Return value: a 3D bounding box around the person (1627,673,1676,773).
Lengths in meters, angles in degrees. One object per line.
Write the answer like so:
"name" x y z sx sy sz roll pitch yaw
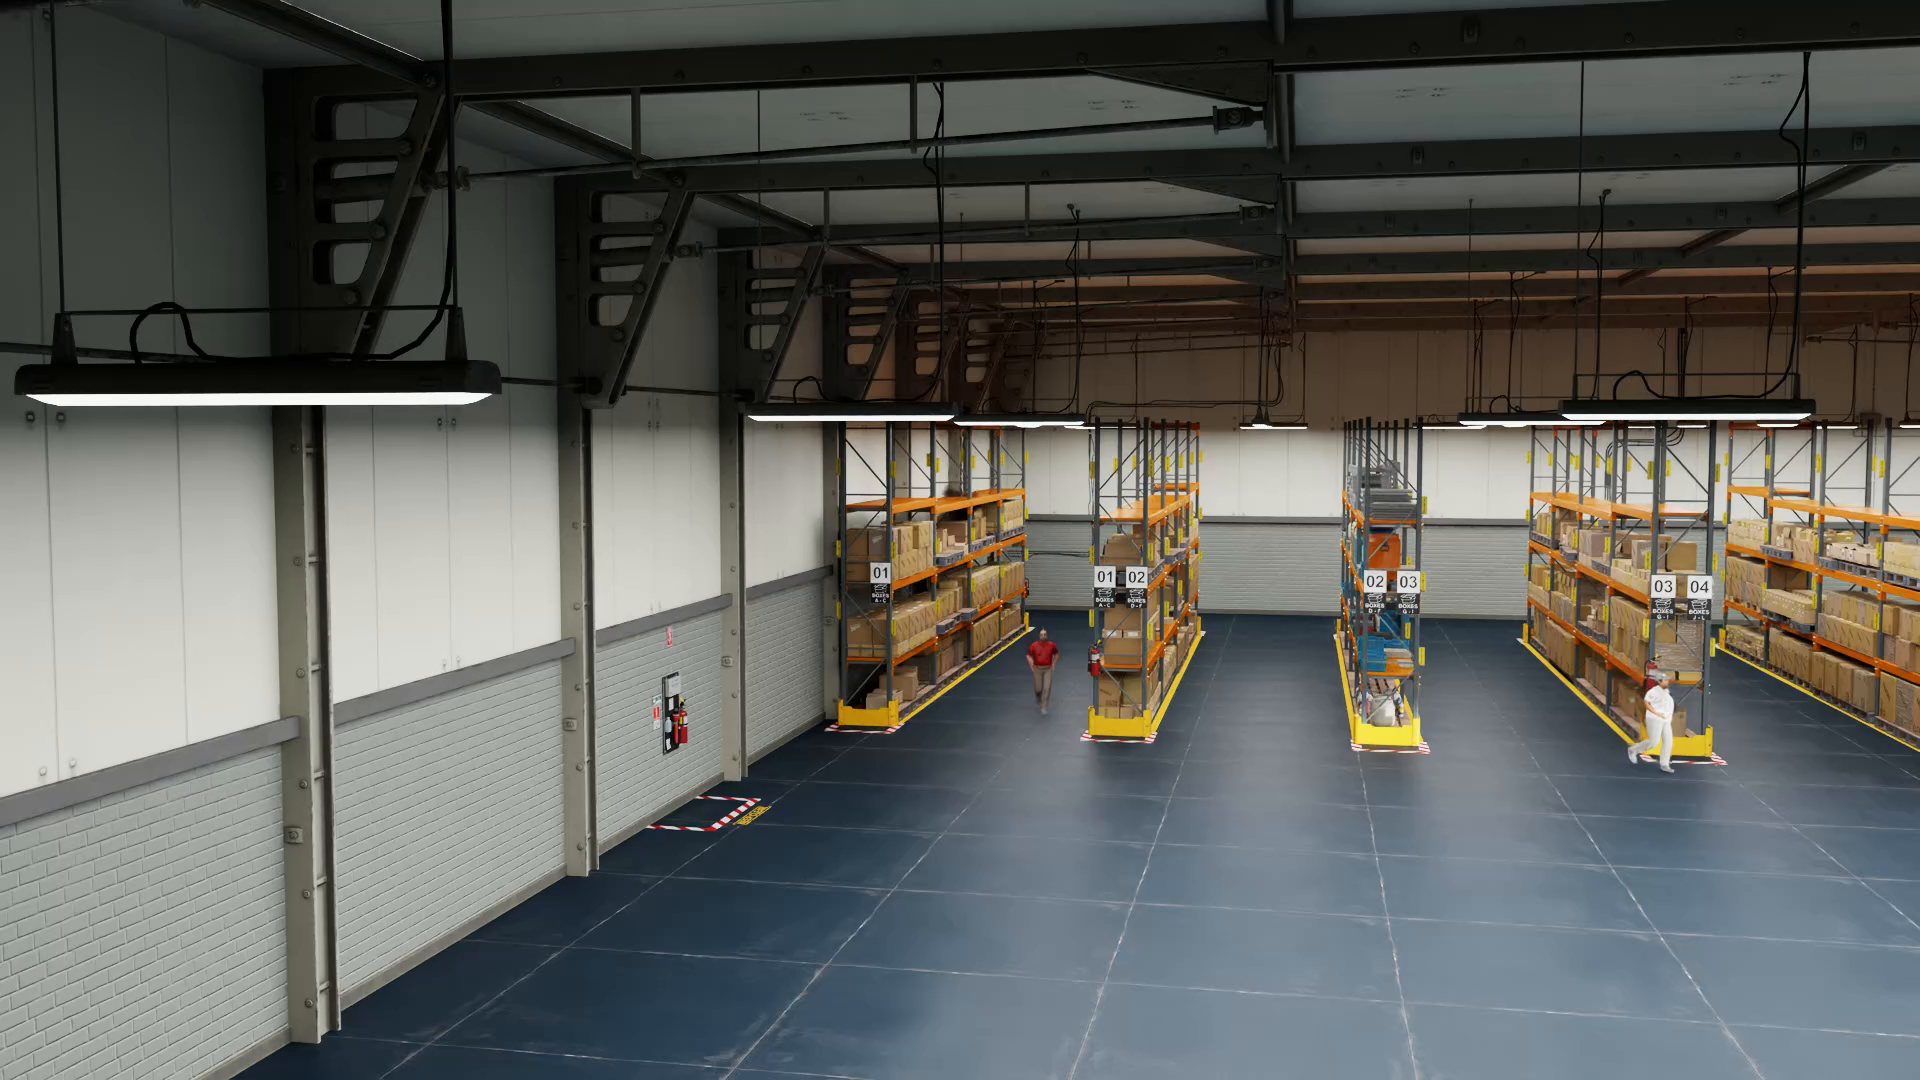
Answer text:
"person" 11.888 3.078 28.265 0.675 1.622 0.848 -2 4 -33

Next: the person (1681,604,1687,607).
"person" 18.735 2.109 43.142 0.626 1.722 0.701 2 4 26

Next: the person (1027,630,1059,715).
"person" 1.704 2.691 34.044 0.671 1.715 0.716 0 4 0
